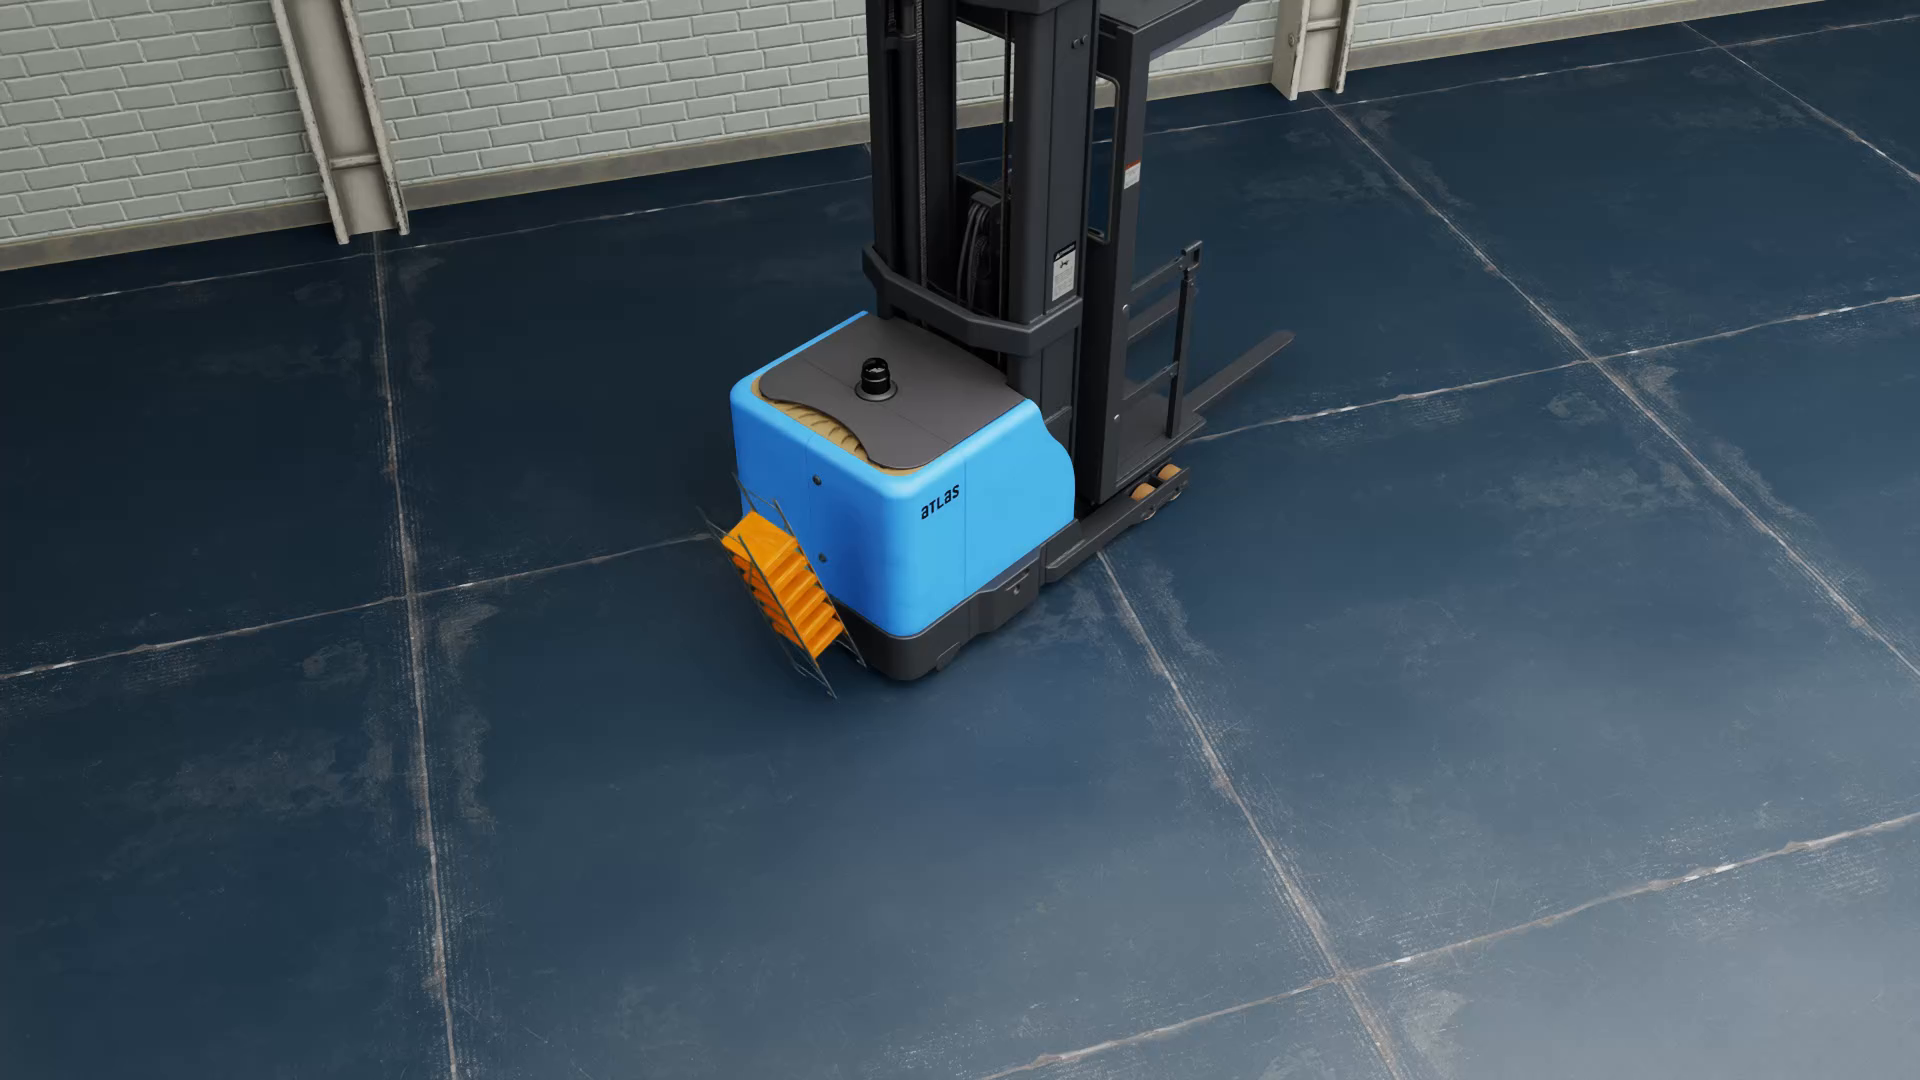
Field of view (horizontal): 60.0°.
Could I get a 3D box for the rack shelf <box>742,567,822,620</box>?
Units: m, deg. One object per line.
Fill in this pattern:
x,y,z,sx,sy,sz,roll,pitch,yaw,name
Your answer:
-0.688,0.159,6.397,0.258,0.103,0.180,32,69,31,rack shelf

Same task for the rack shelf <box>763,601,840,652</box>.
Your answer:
-0.634,0.293,6.590,0.258,0.103,0.180,32,69,31,rack shelf

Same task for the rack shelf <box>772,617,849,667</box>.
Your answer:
-0.607,0.359,6.686,0.258,0.103,0.180,32,69,31,rack shelf

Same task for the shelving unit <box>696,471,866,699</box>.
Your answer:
-0.671,0.201,6.458,0.258,1.200,0.189,32,69,31,shelving unit

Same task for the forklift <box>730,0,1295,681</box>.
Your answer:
0.429,-1.406,6.981,1.130,2.935,3.031,32,50,31,forklift

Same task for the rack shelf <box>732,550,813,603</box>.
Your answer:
-0.715,0.093,6.301,0.258,0.103,0.180,32,69,31,rack shelf

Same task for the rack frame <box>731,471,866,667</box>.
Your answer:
-0.612,0.137,6.486,0.240,1.200,0.006,32,69,31,rack frame

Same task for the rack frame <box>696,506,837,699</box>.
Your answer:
-0.731,0.265,6.430,0.240,1.200,0.006,32,69,31,rack frame

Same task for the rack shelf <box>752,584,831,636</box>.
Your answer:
-0.661,0.226,6.493,0.258,0.103,0.180,32,69,31,rack shelf

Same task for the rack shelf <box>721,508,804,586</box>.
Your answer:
-0.742,0.026,6.205,0.258,0.103,0.180,32,69,31,rack shelf

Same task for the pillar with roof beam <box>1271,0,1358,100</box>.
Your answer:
3.593,-3.704,5.000,0.400,9.000,9.100,-12,42,-13,pillar with roof beam

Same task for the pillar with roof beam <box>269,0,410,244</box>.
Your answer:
-2.130,-2.518,3.643,0.400,9.000,9.100,-12,42,-13,pillar with roof beam
